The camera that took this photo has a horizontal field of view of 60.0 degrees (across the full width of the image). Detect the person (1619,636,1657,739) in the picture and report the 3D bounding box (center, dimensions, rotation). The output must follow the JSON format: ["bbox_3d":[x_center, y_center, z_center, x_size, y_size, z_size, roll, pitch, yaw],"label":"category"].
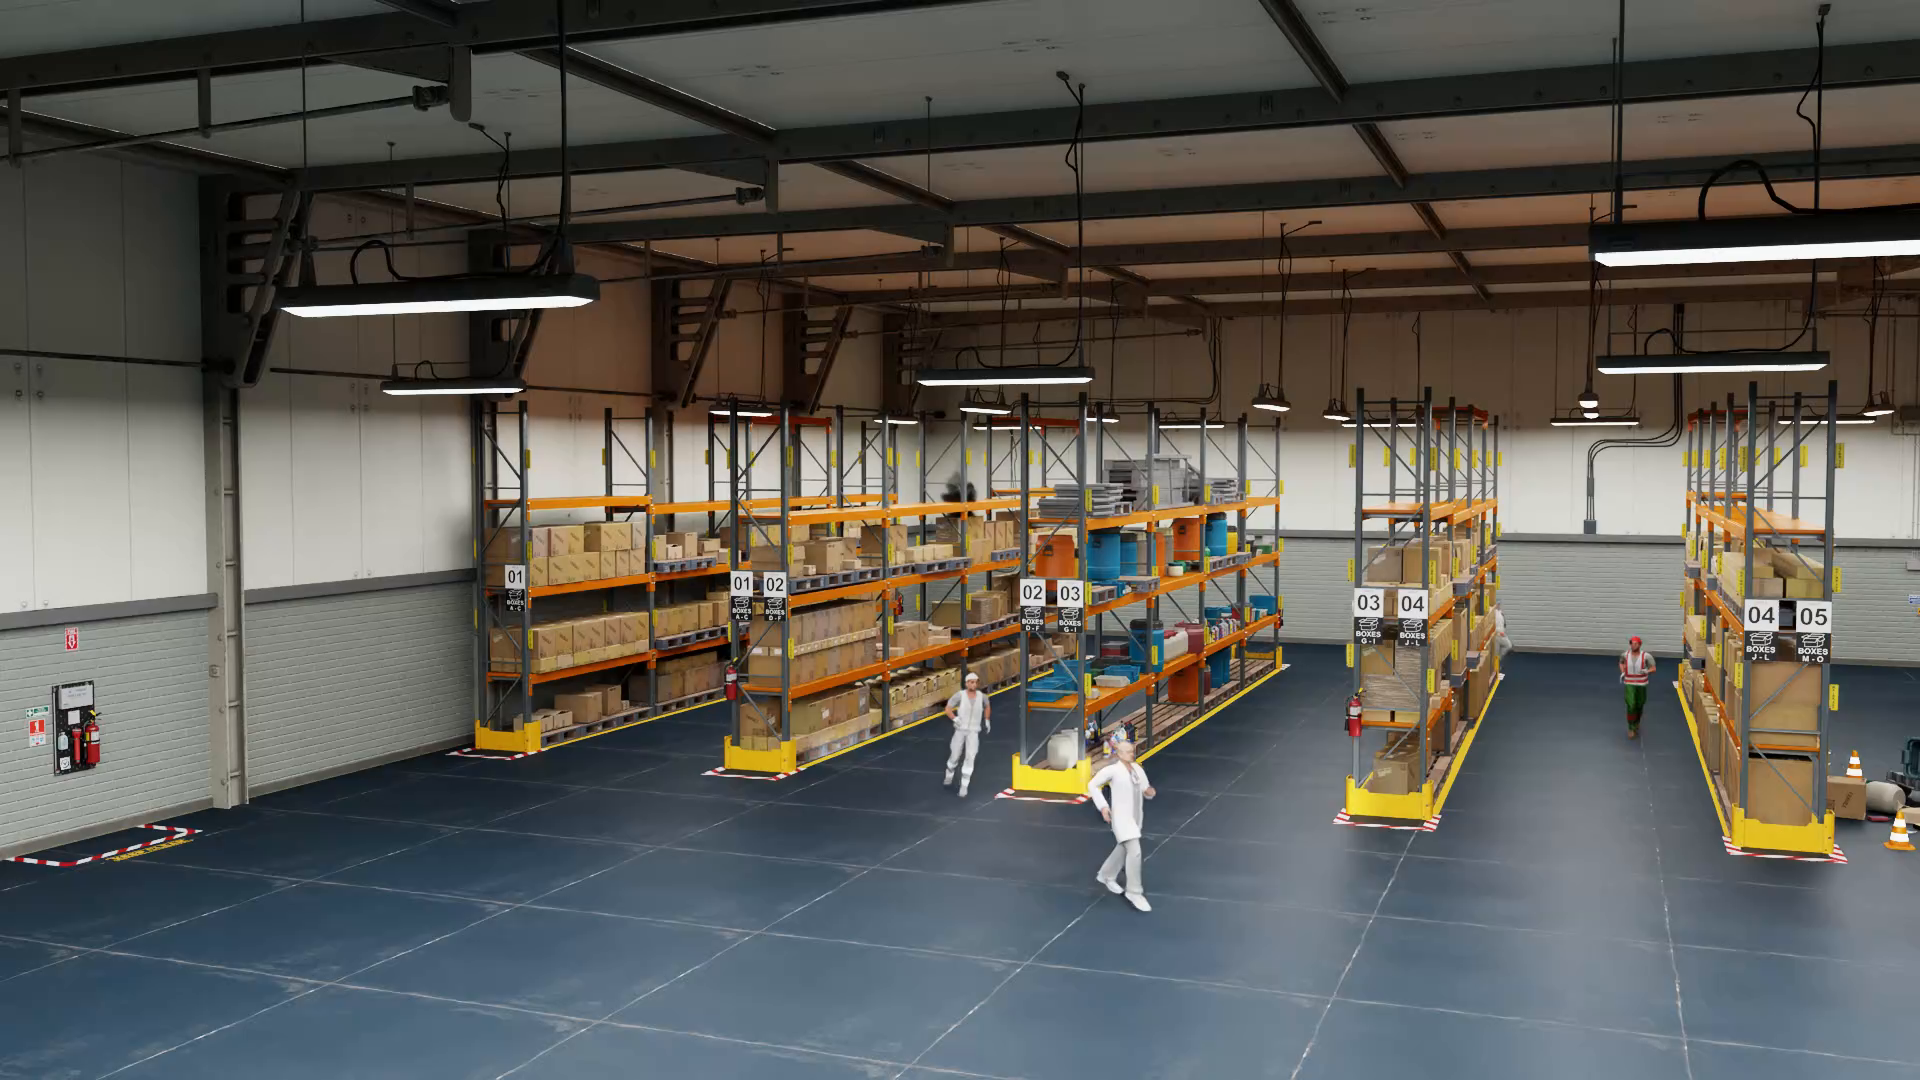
[{"bbox_3d":[12.252,2.637,30.080,0.633,1.804,0.928,1,3,25],"label":"person"}]

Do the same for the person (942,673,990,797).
[{"bbox_3d":[0.120,2.896,25.015,0.721,1.788,0.885,0,3,-6],"label":"person"}]

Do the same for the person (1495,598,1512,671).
[{"bbox_3d":[12.656,2.224,39.174,0.605,1.755,0.683,2,4,39],"label":"person"}]

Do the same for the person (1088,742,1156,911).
[{"bbox_3d":[1.857,3.189,18.764,0.897,1.836,0.680,3,4,44],"label":"person"}]
